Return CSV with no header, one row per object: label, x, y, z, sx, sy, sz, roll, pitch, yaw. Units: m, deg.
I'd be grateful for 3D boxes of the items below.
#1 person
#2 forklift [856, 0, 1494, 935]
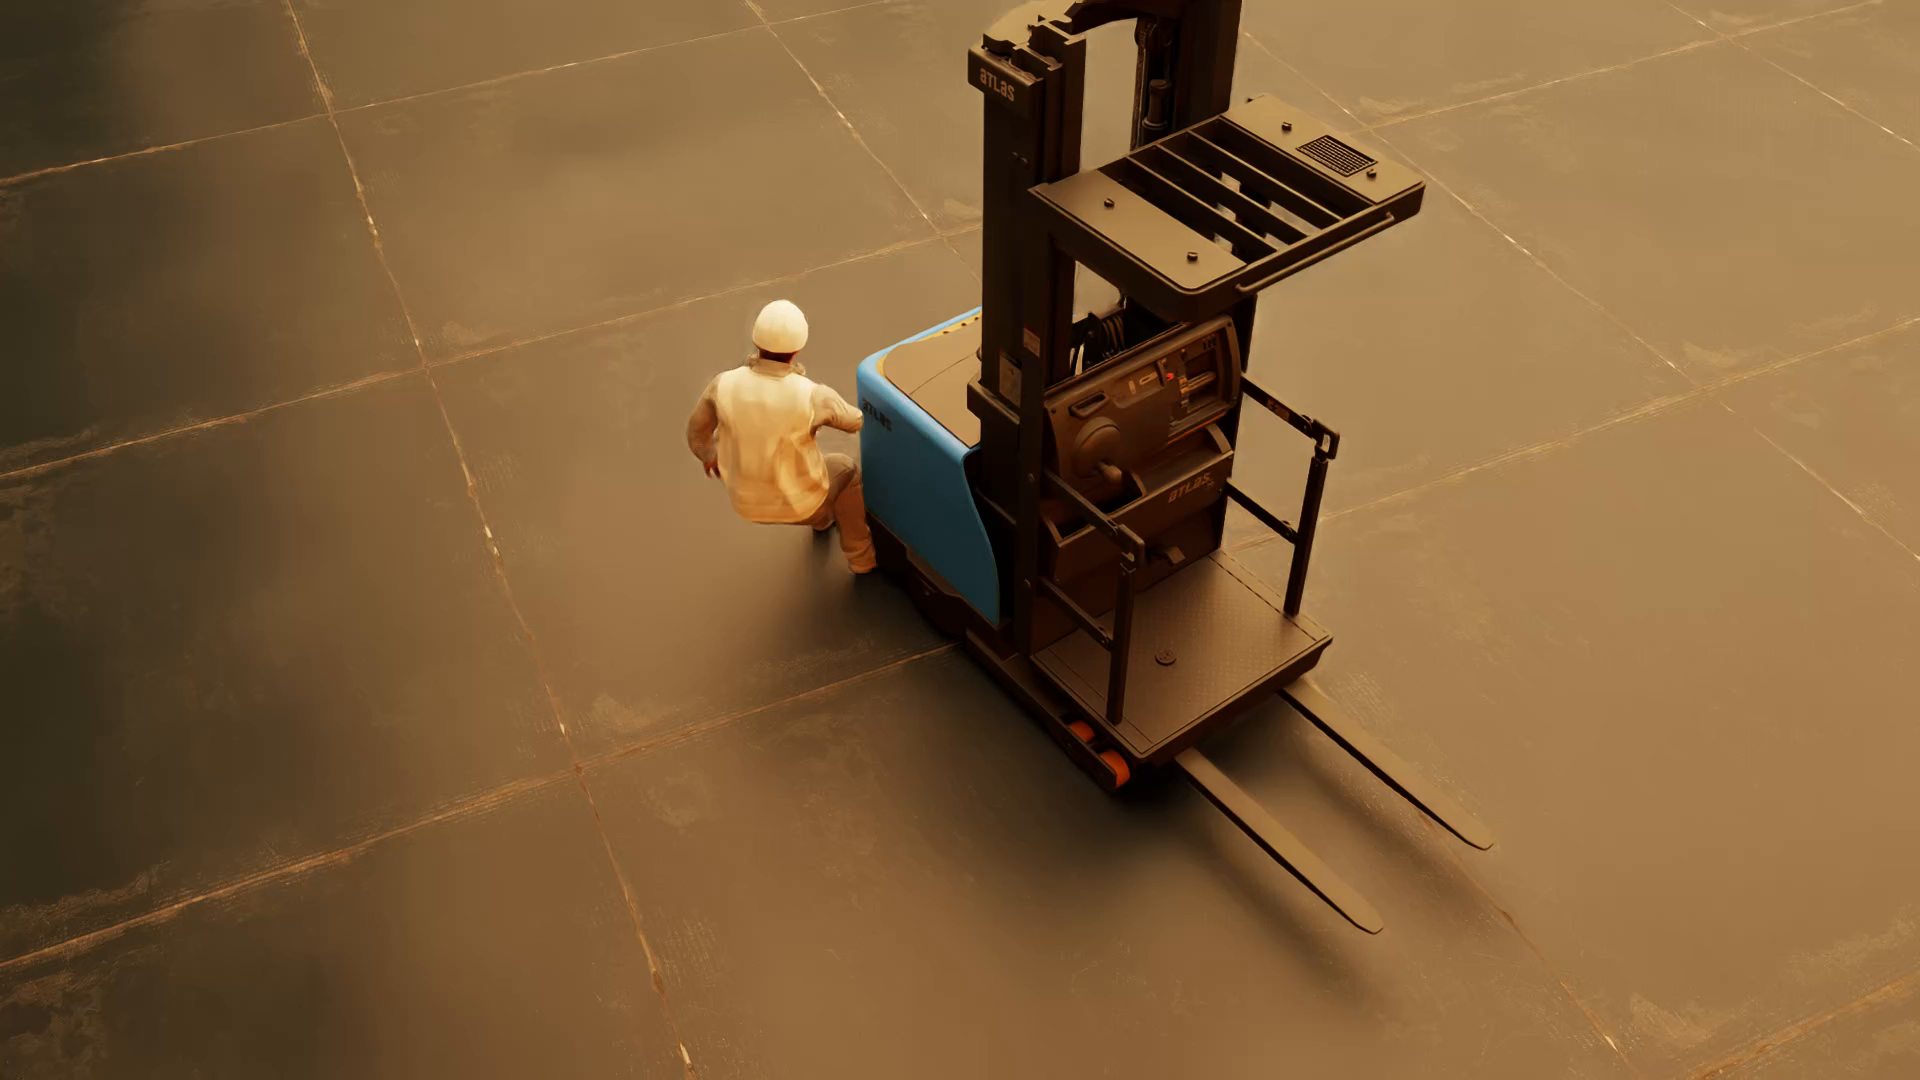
person,-0.715,-0.444,7.247,0.784,1.565,0.921,6,43,7
forklift,0.835,-0.447,6.159,1.130,2.935,3.031,-28,50,-26
